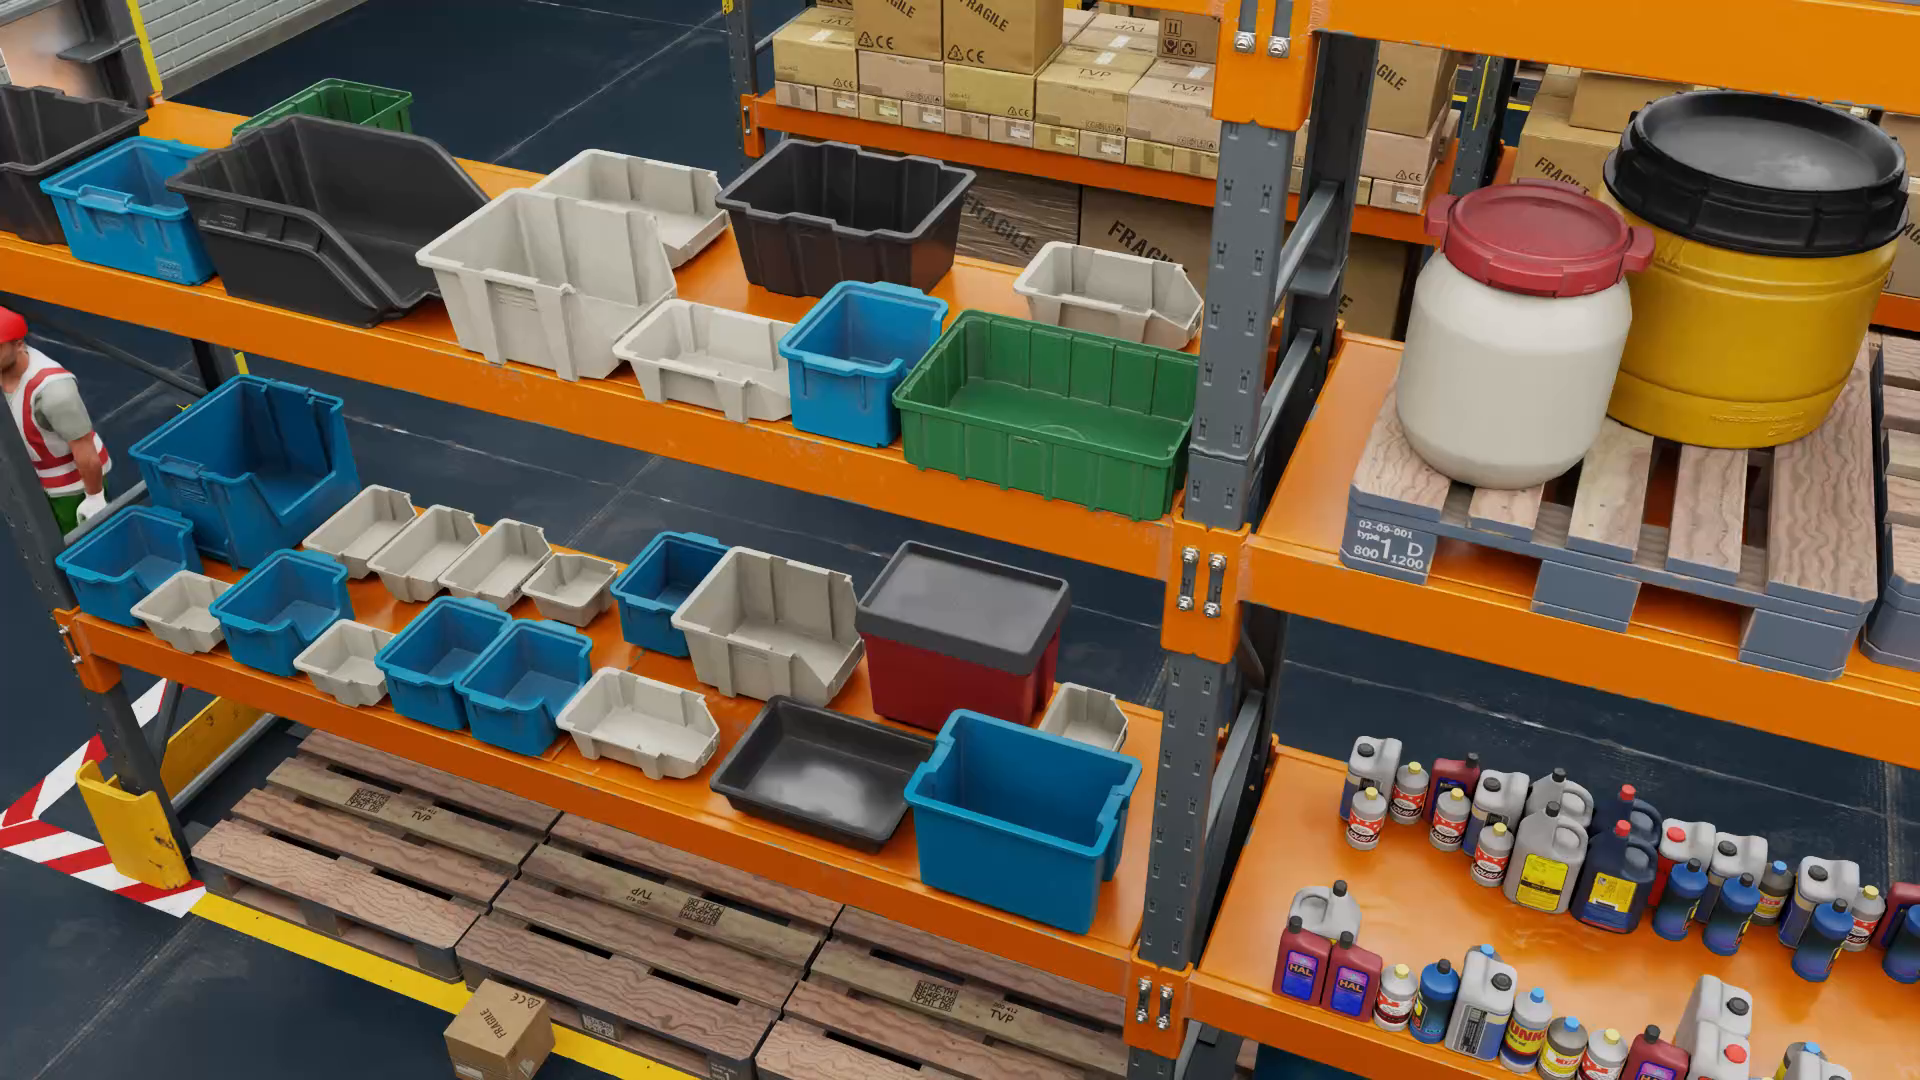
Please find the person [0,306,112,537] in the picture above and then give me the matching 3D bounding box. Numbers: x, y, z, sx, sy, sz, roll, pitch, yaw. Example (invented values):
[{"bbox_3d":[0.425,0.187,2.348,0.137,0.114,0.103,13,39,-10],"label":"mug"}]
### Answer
[{"bbox_3d":[-3.812,-0.295,7.158,0.589,1.781,0.555,19,41,23],"label":"person"}]
